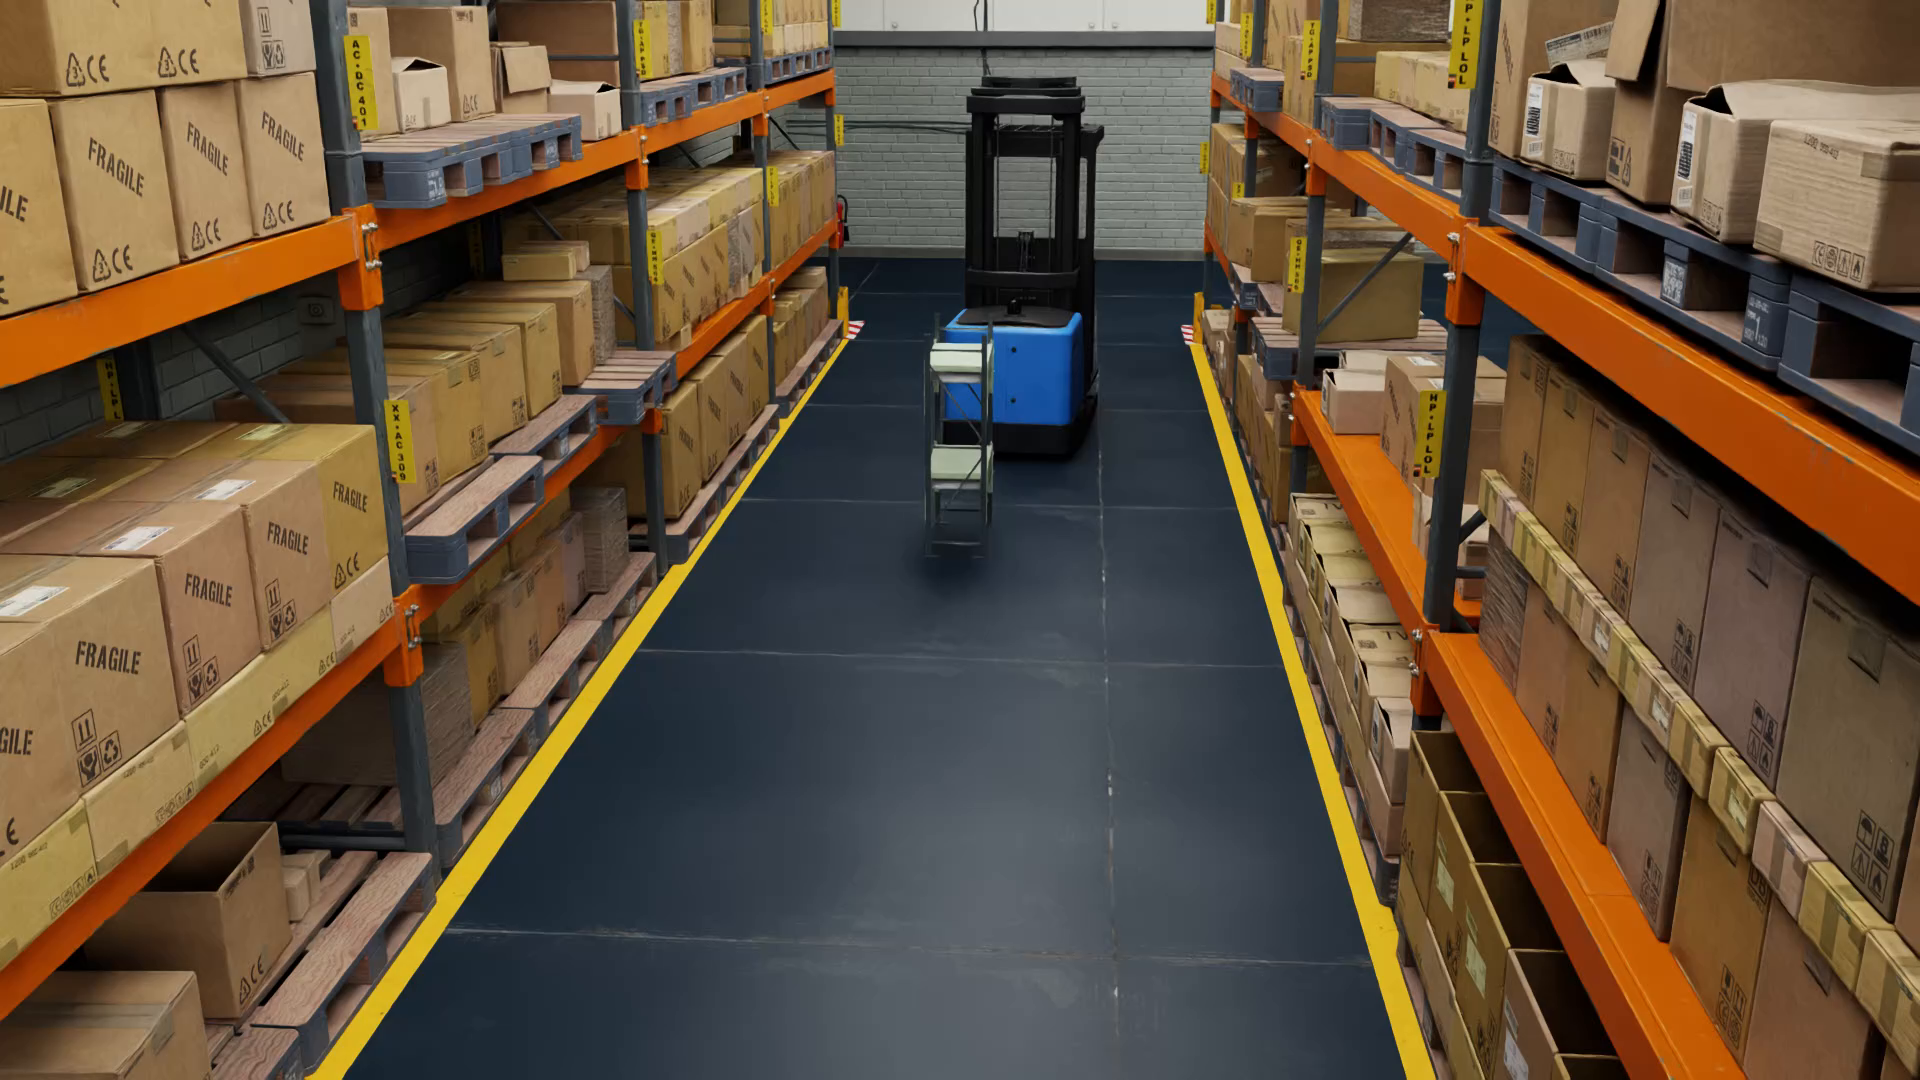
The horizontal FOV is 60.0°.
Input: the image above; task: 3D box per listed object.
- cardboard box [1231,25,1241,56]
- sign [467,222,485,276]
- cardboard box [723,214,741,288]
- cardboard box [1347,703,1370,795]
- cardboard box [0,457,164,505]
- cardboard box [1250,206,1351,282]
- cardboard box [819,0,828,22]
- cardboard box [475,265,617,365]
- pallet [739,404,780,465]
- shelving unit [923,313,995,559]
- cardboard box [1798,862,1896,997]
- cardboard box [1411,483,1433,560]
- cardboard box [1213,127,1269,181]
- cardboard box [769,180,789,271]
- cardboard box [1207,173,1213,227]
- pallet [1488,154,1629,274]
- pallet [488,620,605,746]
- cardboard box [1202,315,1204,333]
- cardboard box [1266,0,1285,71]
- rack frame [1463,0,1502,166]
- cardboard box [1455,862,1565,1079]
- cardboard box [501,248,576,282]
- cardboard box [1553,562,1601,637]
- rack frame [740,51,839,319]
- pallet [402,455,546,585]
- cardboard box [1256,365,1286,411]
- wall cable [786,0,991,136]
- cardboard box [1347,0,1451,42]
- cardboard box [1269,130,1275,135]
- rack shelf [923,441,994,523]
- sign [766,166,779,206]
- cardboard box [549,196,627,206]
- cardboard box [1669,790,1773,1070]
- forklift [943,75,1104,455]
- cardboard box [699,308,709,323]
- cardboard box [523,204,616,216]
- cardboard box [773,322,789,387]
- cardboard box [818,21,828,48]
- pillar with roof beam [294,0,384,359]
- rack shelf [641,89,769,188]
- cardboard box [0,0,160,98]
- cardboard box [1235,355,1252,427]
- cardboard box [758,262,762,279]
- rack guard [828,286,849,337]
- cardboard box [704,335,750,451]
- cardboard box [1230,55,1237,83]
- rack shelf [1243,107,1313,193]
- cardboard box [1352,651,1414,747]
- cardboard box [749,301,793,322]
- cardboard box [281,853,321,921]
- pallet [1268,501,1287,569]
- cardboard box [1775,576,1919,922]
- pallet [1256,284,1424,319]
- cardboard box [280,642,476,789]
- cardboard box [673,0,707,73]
[{"bbox_3d":[2.670,-4.408,14.679,0.500,0.250,0.500,1,18,4],"label":"cardboard box"},{"bbox_3d":[-2.954,-1.777,10.171,0.100,0.325,0.005,1,18,4],"label":"sign"},{"bbox_3d":[-1.966,-2.193,12.628,0.500,0.500,0.500,1,18,4],"label":"cardboard box"},{"bbox_3d":[2.033,0.951,7.446,0.500,0.250,0.500,1,18,3],"label":"cardboard box"},{"bbox_3d":[-2.969,0.034,5.507,0.500,0.500,0.500,1,18,4],"label":"cardboard box"},{"bbox_3d":[2.585,-2.239,12.603,0.700,0.500,0.500,4,19,13],"label":"cardboard box"},{"bbox_3d":[-1.607,-5.425,16.545,0.500,0.500,0.500,1,18,4],"label":"cardboard box"},{"bbox_3d":[-2.423,-1.326,9.786,0.700,0.500,0.500,-1,18,-3],"label":"cardboard box"},{"bbox_3d":[-2.093,-0.892,13.805,1.003,0.211,1.213,1,18,4],"label":"pallet"},{"bbox_3d":[0.000,-0.711,11.183,0.431,1.500,0.755,1,18,4],"label":"shelving unit"},{"bbox_3d":[1.841,0.739,3.149,0.380,0.149,0.250,1,18,3],"label":"cardboard box"},{"bbox_3d":[2.135,-0.077,7.058,0.396,0.266,0.258,1,18,3],"label":"cardboard box"},{"bbox_3d":[2.790,-3.819,16.495,0.500,0.500,0.500,1,18,4],"label":"cardboard box"},{"bbox_3d":[-2.058,-2.769,14.574,0.980,0.700,0.700,2,18,5],"label":"cardboard box"},{"bbox_3d":[2.820,-3.507,17.147,0.500,0.500,0.500,2,18,5],"label":"cardboard box"},{"bbox_3d":[2.219,-0.982,4.928,1.003,0.211,1.213,1,18,4],"label":"pallet"},{"bbox_3d":[-2.547,0.730,8.857,1.003,0.211,1.213,1,18,4],"label":"pallet"},{"bbox_3d":[2.724,-2.254,17.327,0.380,0.166,0.250,1,18,4],"label":"cardboard box"},{"bbox_3d":[2.719,-3.914,12.738,0.600,0.600,0.600,0,18,-1],"label":"cardboard box"},{"bbox_3d":[2.255,-2.715,5.257,1.000,3.000,0.127,1,18,4],"label":"rack frame"},{"bbox_3d":[1.838,1.334,5.071,0.500,0.500,0.500,1,18,4],"label":"cardboard box"},{"bbox_3d":[-2.403,-1.573,9.496,0.380,0.149,0.250,-2,18,-5],"label":"cardboard box"},{"bbox_3d":[1.970,0.177,4.865,0.380,0.149,0.250,1,18,2],"label":"cardboard box"},{"bbox_3d":[-1.826,-3.700,17.899,1.000,3.000,0.127,1,18,4],"label":"rack frame"},{"bbox_3d":[-2.487,-0.117,7.269,1.003,0.211,1.213,1,18,4],"label":"pallet"},{"bbox_3d":[2.443,-1.115,12.113,0.500,0.250,0.500,1,18,3],"label":"cardboard box"},{"bbox_3d":[-1.064,-6.824,22.785,3.097,2.526,0.112,1,18,4],"label":"wall cable"},{"bbox_3d":[2.579,-3.190,9.757,0.500,0.500,0.500,1,18,4],"label":"cardboard box"},{"bbox_3d":[3.322,-3.812,16.474,0.500,0.500,0.500,2,18,5],"label":"cardboard box"},{"bbox_3d":[0.000,-0.401,11.285,0.431,0.370,0.720,1,18,4],"label":"rack shelf"},{"bbox_3d":[-1.571,-2.962,13.912,0.100,0.325,0.005,1,18,4],"label":"sign"},{"bbox_3d":[-2.545,-2.237,11.559,0.500,0.250,0.500,1,18,3],"label":"cardboard box"},{"bbox_3d":[2.088,0.869,3.794,0.700,0.500,0.500,1,18,4],"label":"cardboard box"},{"bbox_3d":[0.633,-2.494,14.327,1.130,2.935,3.031,3,18,10],"label":"forklift"},{"bbox_3d":[-2.046,-1.680,12.103,0.380,0.149,0.250,1,18,4],"label":"cardboard box"},{"bbox_3d":[-2.585,-2.078,11.073,0.500,0.250,0.500,1,18,2],"label":"cardboard box"},{"bbox_3d":[-1.957,-1.700,15.133,0.700,0.500,0.500,2,18,5],"label":"cardboard box"},{"bbox_3d":[-1.614,-5.068,16.662,0.500,0.250,0.500,2,18,6],"label":"cardboard box"},{"bbox_3d":[0.938,-3.586,7.916,9.100,9.000,0.400,1,18,4],"label":"pillar with roof beam"},{"bbox_3d":[-2.256,-2.921,11.857,1.077,0.370,4.000,1,18,4],"label":"rack shelf"},{"bbox_3d":[-2.508,-1.437,4.374,0.500,0.500,0.500,1,18,2],"label":"cardboard box"},{"bbox_3d":[2.551,-1.225,13.653,0.500,0.500,0.500,0,18,1],"label":"cardboard box"},{"bbox_3d":[-1.855,-2.237,13.804,0.380,0.149,0.250,1,18,4],"label":"cardboard box"},{"bbox_3d":[-1.824,-2.520,18.311,1.175,0.500,0.348,1,18,4],"label":"rack guard"},{"bbox_3d":[-2.091,-1.155,12.909,0.750,0.750,0.750,2,18,6],"label":"cardboard box"},{"bbox_3d":[2.672,-4.170,14.757,0.500,0.250,0.500,1,18,4],"label":"cardboard box"},{"bbox_3d":[2.685,-2.811,11.523,1.077,0.370,4.000,1,18,4],"label":"rack shelf"},{"bbox_3d":[2.029,0.683,7.363,0.500,0.311,0.500,2,18,5],"label":"cardboard box"},{"bbox_3d":[-1.751,-2.110,15.345,0.380,0.149,0.250,2,18,6],"label":"cardboard box"},{"bbox_3d":[-2.695,1.331,6.389,0.380,0.166,0.250,-1,18,-3],"label":"cardboard box"},{"bbox_3d":[2.633,-0.012,11.122,1.003,0.211,1.213,1,18,4],"label":"pallet"},{"bbox_3d":[2.050,0.390,3.173,0.700,0.500,0.500,1,18,2],"label":"cardboard box"},{"bbox_3d":[2.676,-1.619,11.856,1.003,0.211,1.213,1,18,4],"label":"pallet"},{"bbox_3d":[-2.650,0.776,7.545,0.700,0.500,0.500,2,18,6],"label":"cardboard box"},{"bbox_3d":[-2.261,-3.695,12.198,0.700,0.500,0.500,1,18,3],"label":"cardboard box"}]
